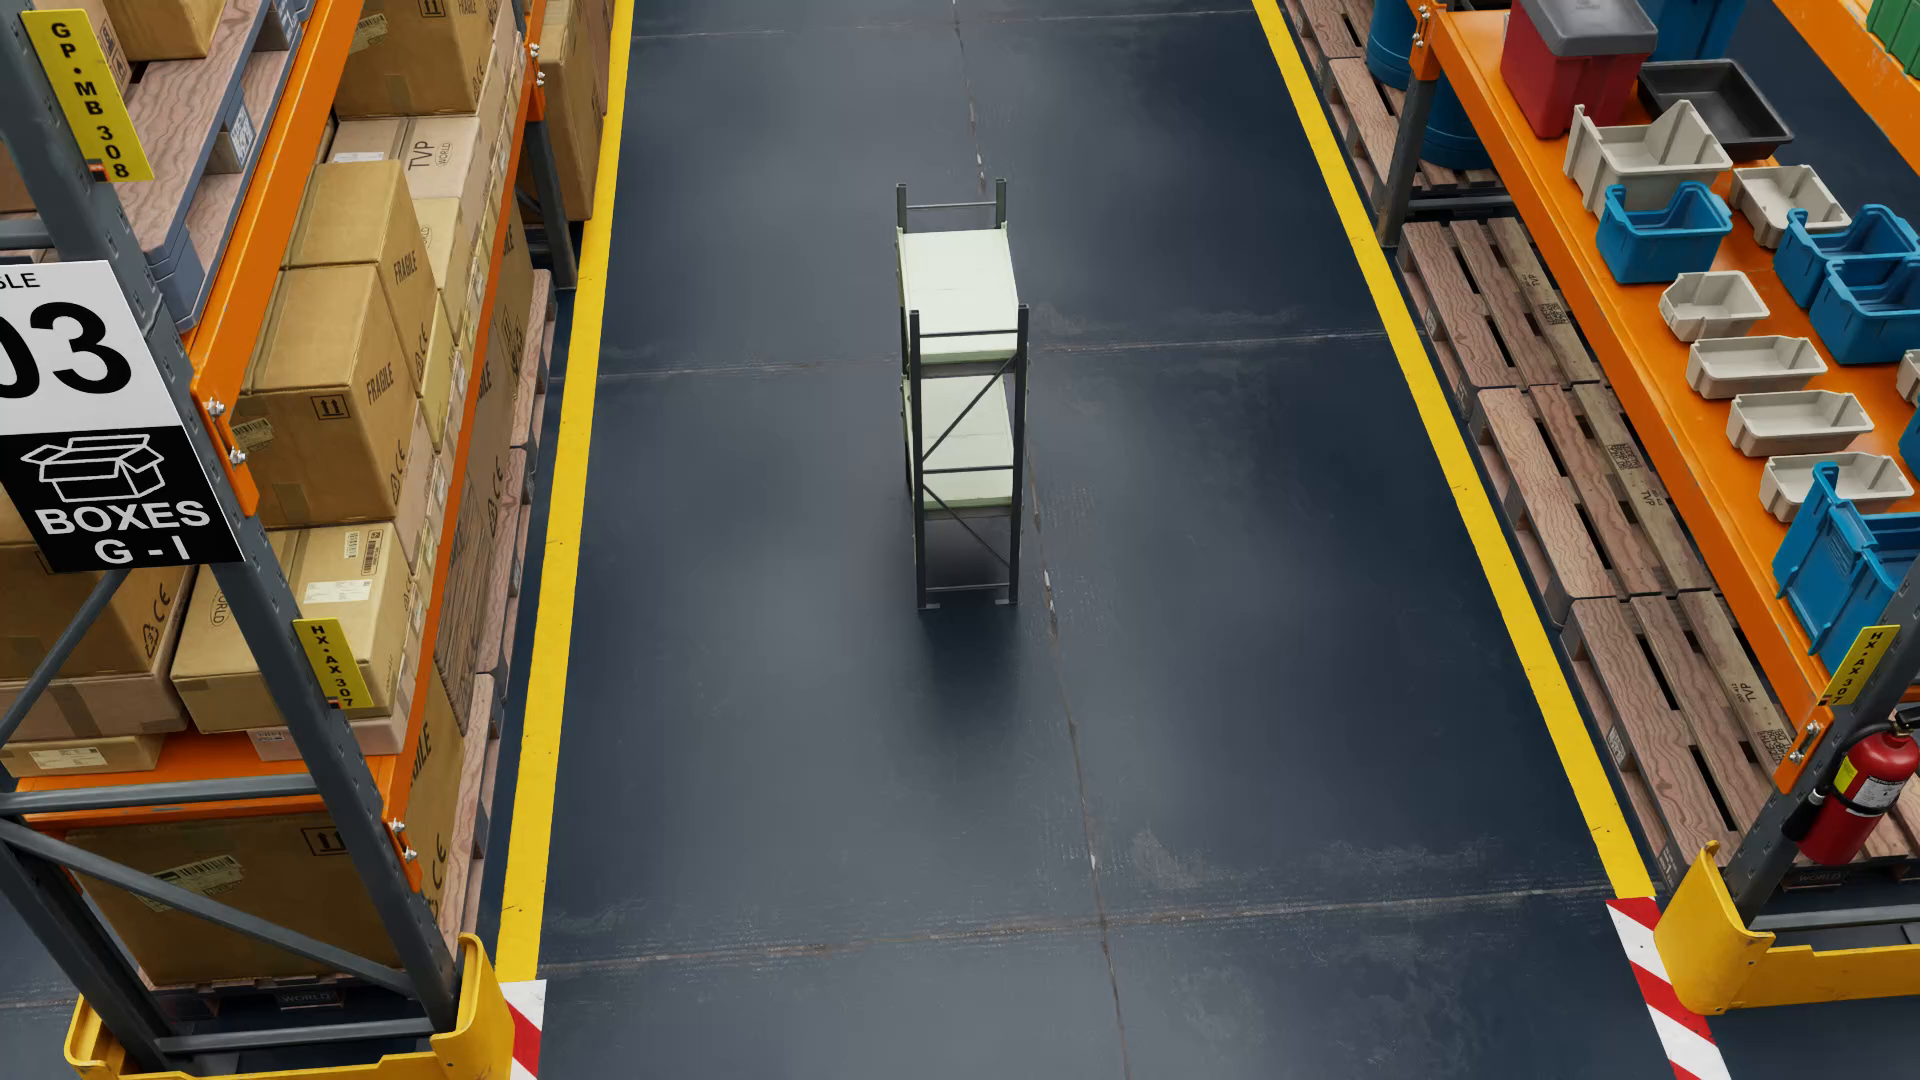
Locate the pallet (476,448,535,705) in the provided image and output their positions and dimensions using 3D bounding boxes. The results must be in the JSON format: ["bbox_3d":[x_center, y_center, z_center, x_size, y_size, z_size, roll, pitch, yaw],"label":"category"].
[{"bbox_3d":[-2.262,0.151,6.598,1.003,0.211,1.213,-3,47,-3],"label":"pallet"}]

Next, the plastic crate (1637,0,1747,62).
[{"bbox_3d":[2.961,-2.247,6.918,0.392,0.384,0.575,-3,47,-3],"label":"plastic crate"}]

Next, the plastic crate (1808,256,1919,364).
[{"bbox_3d":[3.114,-0.769,5.623,0.416,0.233,0.300,-3,47,-3],"label":"plastic crate"}]

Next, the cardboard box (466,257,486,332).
[{"bbox_3d":[-1.873,-0.847,5.795,0.380,0.149,0.250,-3,47,-3],"label":"cardboard box"}]

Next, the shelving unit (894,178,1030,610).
[{"bbox_3d":[-0.001,-0.521,6.347,0.431,1.500,0.755,-3,47,-3],"label":"shelving unit"}]

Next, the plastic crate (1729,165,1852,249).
[{"bbox_3d":[3.028,-1.237,6.132,0.293,0.136,0.466,-3,47,-3],"label":"plastic crate"}]

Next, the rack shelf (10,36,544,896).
[{"bbox_3d":[-2.186,-0.553,5.840,1.077,0.370,4.000,-3,47,-3],"label":"rack shelf"}]

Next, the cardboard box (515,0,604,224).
[{"bbox_3d":[-2.427,-2.123,8.006,1.225,0.875,0.875,-3,47,-3],"label":"cardboard box"}]

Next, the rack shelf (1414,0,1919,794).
[{"bbox_3d":[2.750,-0.854,6.125,1.077,0.370,4.000,-3,47,-3],"label":"rack shelf"}]

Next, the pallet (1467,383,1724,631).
[{"bbox_3d":[2.788,-0.175,6.907,1.003,0.211,1.213,-3,47,-3],"label":"pallet"}]

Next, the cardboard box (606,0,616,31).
[{"bbox_3d":[-2.584,-3.410,9.224,1.225,0.875,0.875,-3,47,-3],"label":"cardboard box"}]

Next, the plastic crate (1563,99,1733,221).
[{"bbox_3d":[2.527,-1.413,6.199,0.437,0.282,0.530,-3,47,-3],"label":"plastic crate"}]

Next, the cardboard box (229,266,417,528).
[{"bbox_3d":[-1.831,-0.388,4.570,0.500,0.500,0.500,-5,47,-4],"label":"cardboard box"}]

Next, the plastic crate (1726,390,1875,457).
[{"bbox_3d":[2.659,-0.374,5.315,0.396,0.136,0.243,-3,47,-3],"label":"plastic crate"}]

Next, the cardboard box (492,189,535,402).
[{"bbox_3d":[-2.378,-1.179,7.111,0.875,0.875,0.875,-3,47,-3],"label":"cardboard box"}]

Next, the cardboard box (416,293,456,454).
[{"bbox_3d":[-1.878,-0.508,5.200,0.500,0.250,0.500,-5,47,-5],"label":"cardboard box"}]

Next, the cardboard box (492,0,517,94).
[{"bbox_3d":[-2.055,-1.995,6.608,0.500,0.250,0.500,-4,47,-4],"label":"cardboard box"}]

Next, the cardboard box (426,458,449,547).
[{"bbox_3d":[-1.787,-0.104,5.092,0.380,0.149,0.250,-4,47,-4],"label":"cardboard box"}]

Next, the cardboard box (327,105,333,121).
[{"bbox_3d":[-2.534,-1.837,5.943,0.500,0.500,0.500,-3,47,-3],"label":"cardboard box"}]

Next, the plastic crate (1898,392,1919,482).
[{"bbox_3d":[3.169,-0.293,5.172,0.416,0.233,0.300,-3,47,-3],"label":"plastic crate"}]

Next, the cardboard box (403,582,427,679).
[{"bbox_3d":[-1.742,0.270,4.738,0.380,0.149,0.250,-4,47,-4],"label":"cardboard box"}]

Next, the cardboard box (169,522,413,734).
[{"bbox_3d":[-1.790,0.232,4.499,0.500,0.250,0.500,-5,47,-4],"label":"cardboard box"}]

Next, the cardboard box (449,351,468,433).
[{"bbox_3d":[-1.829,-0.474,5.443,0.380,0.149,0.250,-4,47,-4],"label":"cardboard box"}]

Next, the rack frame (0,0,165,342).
[{"bbox_3d":[-2.018,-1.417,2.030,1.000,3.000,0.127,-3,47,-3],"label":"rack frame"}]

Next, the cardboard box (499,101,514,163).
[{"bbox_3d":[-1.958,-1.589,6.498,0.380,0.149,0.250,-4,47,-4],"label":"cardboard box"}]

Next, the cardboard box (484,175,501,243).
[{"bbox_3d":[-1.915,-1.216,6.145,0.380,0.149,0.250,-3,47,-3],"label":"cardboard box"}]

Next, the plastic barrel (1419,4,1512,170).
[{"bbox_3d":[2.554,-2.366,8.218,0.600,0.901,0.708,-3,47,-3],"label":"plastic barrel"}]

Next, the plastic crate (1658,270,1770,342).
[{"bbox_3d":[2.568,-0.787,5.706,0.298,0.136,0.250,-3,47,-3],"label":"plastic crate"}]

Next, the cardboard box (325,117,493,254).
[{"bbox_3d":[-1.966,-1.251,5.904,0.500,0.250,0.500,-3,47,-2],"label":"cardboard box"}]

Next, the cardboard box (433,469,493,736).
[{"bbox_3d":[-2.228,0.116,5.885,0.875,0.875,0.875,-3,47,-3],"label":"cardboard box"}]

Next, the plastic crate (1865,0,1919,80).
[{"bbox_3d":[2.550,-1.310,4.141,0.450,0.188,0.336,-3,47,-3],"label":"plastic crate"}]

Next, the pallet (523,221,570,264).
[{"bbox_3d":[-2.493,-1.843,8.486,1.003,0.211,1.213,-3,47,-3],"label":"pallet"}]

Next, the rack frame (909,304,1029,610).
[{"bbox_3d":[0.030,-0.256,6.096,0.400,1.500,0.023,-3,47,-3],"label":"rack frame"}]

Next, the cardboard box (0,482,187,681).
[{"bbox_3d":[-2.321,0.001,4.201,0.500,0.500,0.500,-3,47,-3],"label":"cardboard box"}]

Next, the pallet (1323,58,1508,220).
[{"bbox_3d":[2.559,-2.151,8.778,1.003,0.211,1.213,-3,47,-3],"label":"pallet"}]

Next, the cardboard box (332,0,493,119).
[{"bbox_3d":[-2.011,-1.877,5.980,0.500,0.500,0.500,-3,47,-3],"label":"cardboard box"}]

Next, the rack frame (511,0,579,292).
[{"bbox_3d":[-2.353,-2.248,6.949,1.000,3.000,0.127,-3,47,-3],"label":"rack frame"}]

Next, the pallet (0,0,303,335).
[{"bbox_3d":[-2.091,-0.891,3.659,1.003,0.211,1.213,-3,47,-3],"label":"pallet"}]

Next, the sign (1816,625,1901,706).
[{"bbox_3d":[2.370,0.334,4.392,0.100,0.325,0.005,-3,47,-3],"label":"sign"}]

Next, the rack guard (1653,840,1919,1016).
[{"bbox_3d":[2.932,1.221,5.385,1.175,0.500,0.348,-3,47,-3],"label":"rack guard"}]

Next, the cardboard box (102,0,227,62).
[{"bbox_3d":[-2.042,-1.386,3.640,0.700,0.500,0.500,-5,47,-5],"label":"cardboard box"}]

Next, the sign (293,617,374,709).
[{"bbox_3d":[-1.465,0.292,3.893,0.100,0.325,0.005,-3,47,-3],"label":"sign"}]

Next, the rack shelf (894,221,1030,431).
[{"bbox_3d":[-0.001,-0.789,6.063,0.431,0.370,0.720,-3,47,-3],"label":"rack shelf"}]

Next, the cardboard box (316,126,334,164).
[{"bbox_3d":[-2.489,-1.208,5.863,0.500,0.250,0.500,-2,47,-2],"label":"cardboard box"}]

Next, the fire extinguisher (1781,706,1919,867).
[{"bbox_3d":[2.477,0.637,4.527,0.296,0.674,0.183,-3,47,-3],"label":"fire extinguisher"}]

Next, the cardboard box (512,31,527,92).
[{"bbox_3d":[-2.001,-1.961,6.850,0.380,0.149,0.250,-3,47,-3],"label":"cardboard box"}]

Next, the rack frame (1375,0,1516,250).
[{"bbox_3d":[2.582,-2.549,7.234,1.000,3.000,0.127,-3,47,-3],"label":"rack frame"}]
